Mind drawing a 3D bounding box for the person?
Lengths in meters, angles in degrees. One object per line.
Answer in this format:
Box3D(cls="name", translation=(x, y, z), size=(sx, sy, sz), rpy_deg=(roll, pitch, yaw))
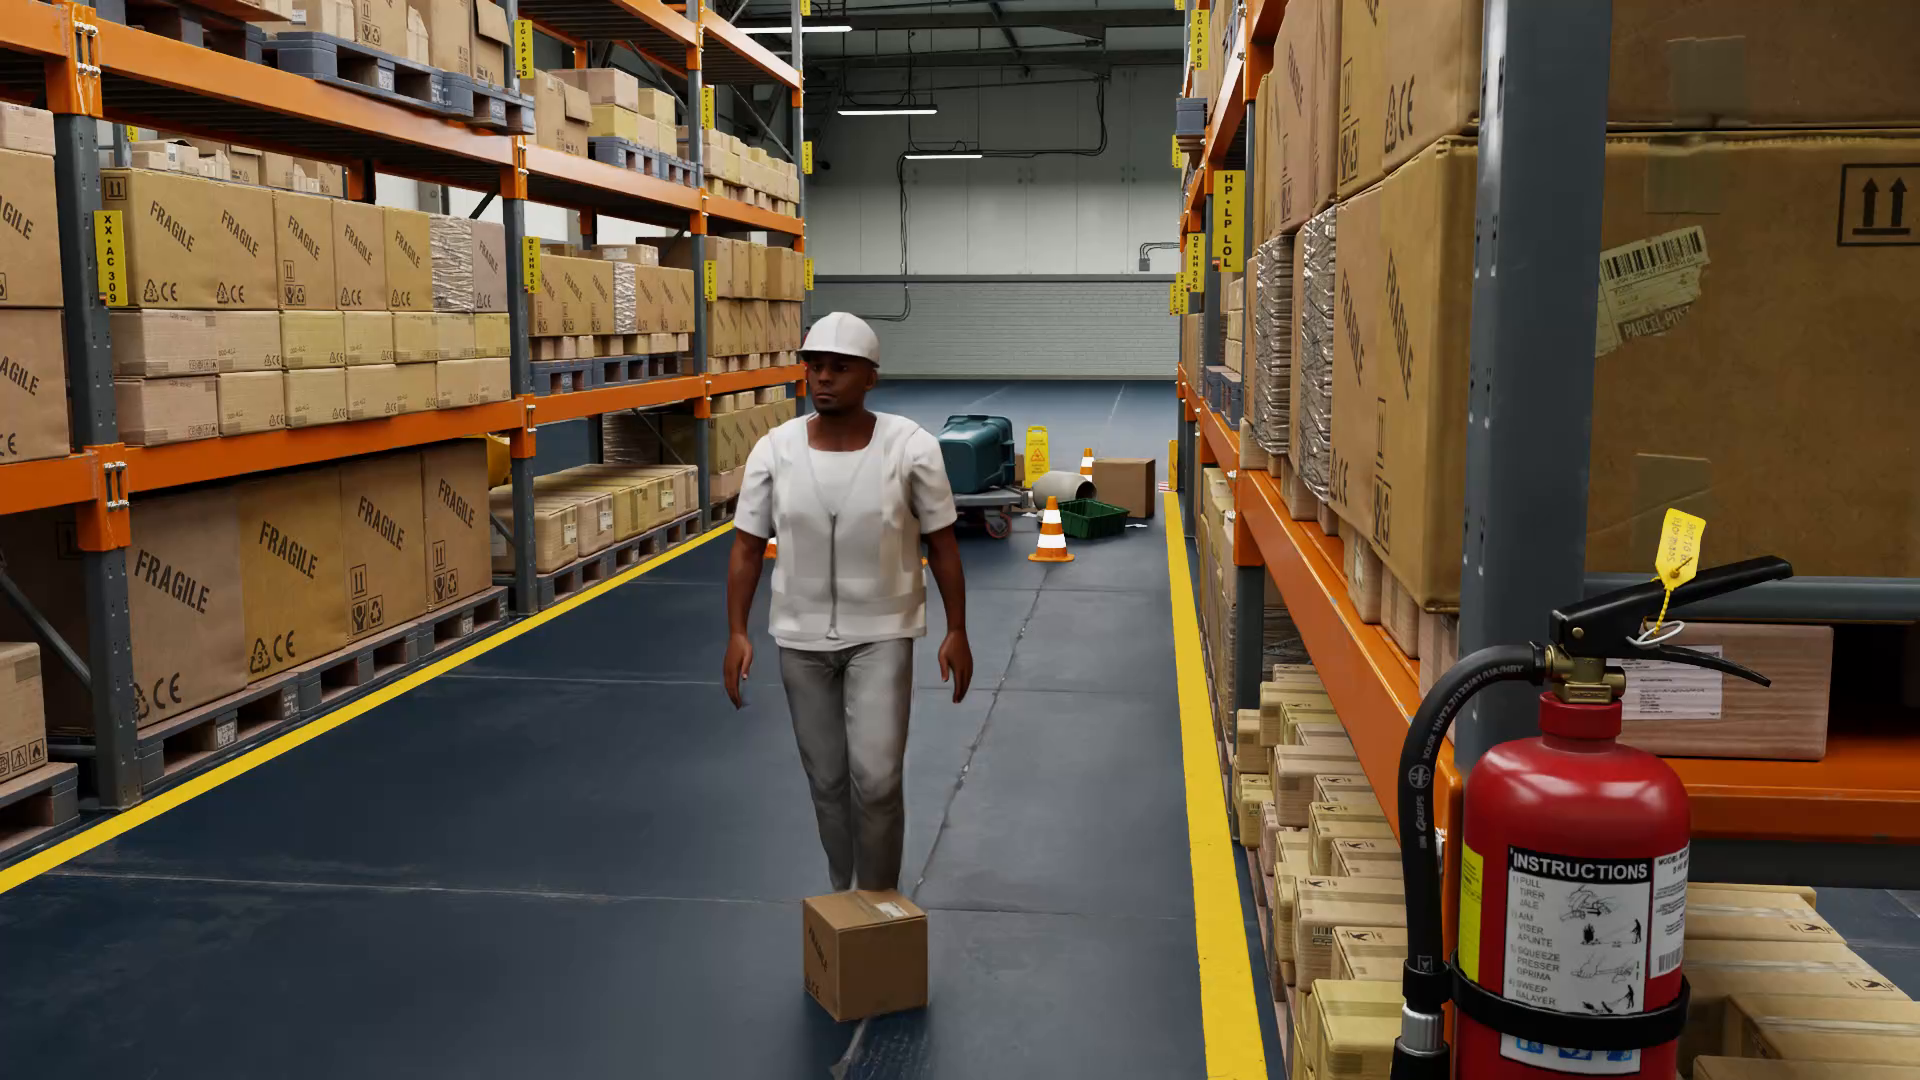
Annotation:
Box3D(cls="person", translation=(-0.302, 0.292, 4.495), size=(0.653, 1.800, 0.549), rpy_deg=(1, 8, 10))
